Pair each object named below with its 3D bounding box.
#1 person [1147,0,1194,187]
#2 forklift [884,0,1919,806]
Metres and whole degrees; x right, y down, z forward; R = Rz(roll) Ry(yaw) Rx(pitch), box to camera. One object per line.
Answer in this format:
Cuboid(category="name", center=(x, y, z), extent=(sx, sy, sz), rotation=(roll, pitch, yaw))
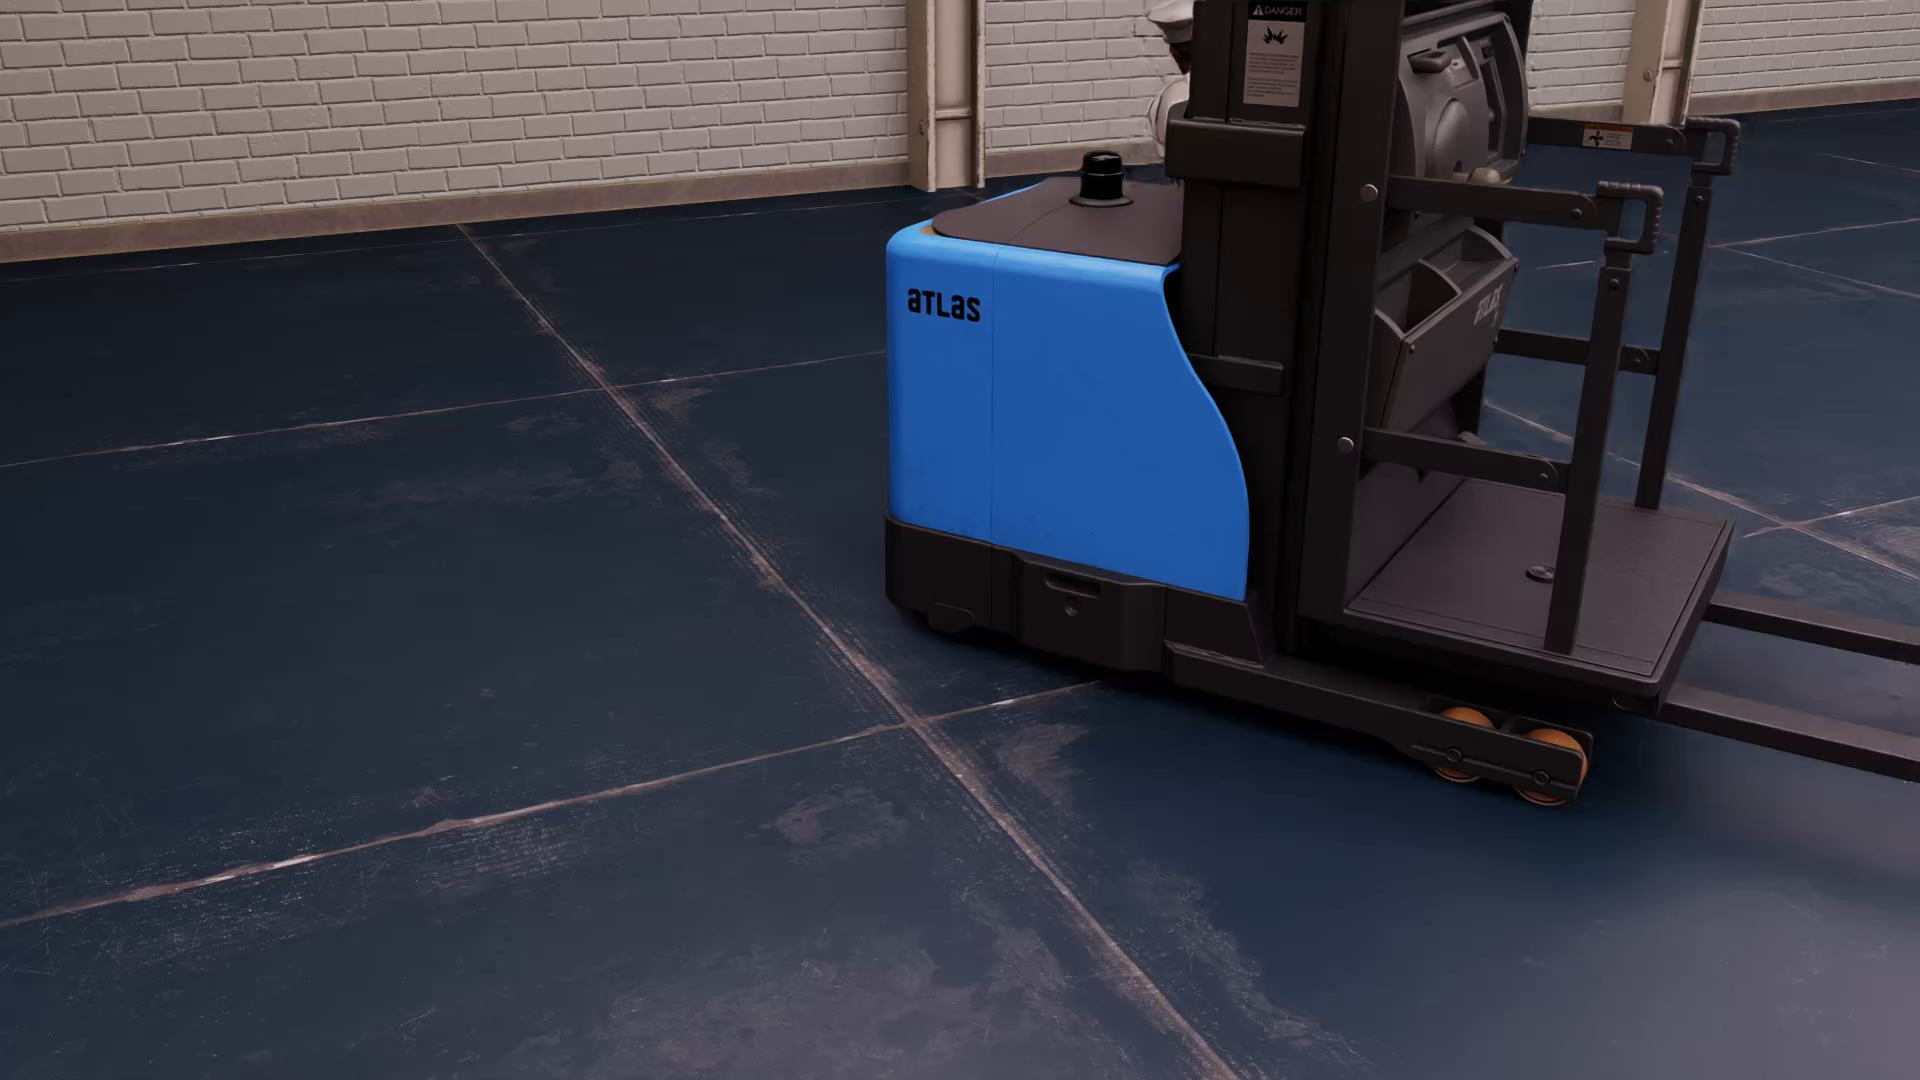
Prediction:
Cuboid(category="person", center=(0.948, -0.842, 5.135), extent=(0.743, 1.617, 0.841), rotation=(17, 28, 36))
Cuboid(category="forklift", center=(1.323, -0.997, 3.686), extent=(3.031, 2.935, 1.130), rotation=(13, 26, 29))
